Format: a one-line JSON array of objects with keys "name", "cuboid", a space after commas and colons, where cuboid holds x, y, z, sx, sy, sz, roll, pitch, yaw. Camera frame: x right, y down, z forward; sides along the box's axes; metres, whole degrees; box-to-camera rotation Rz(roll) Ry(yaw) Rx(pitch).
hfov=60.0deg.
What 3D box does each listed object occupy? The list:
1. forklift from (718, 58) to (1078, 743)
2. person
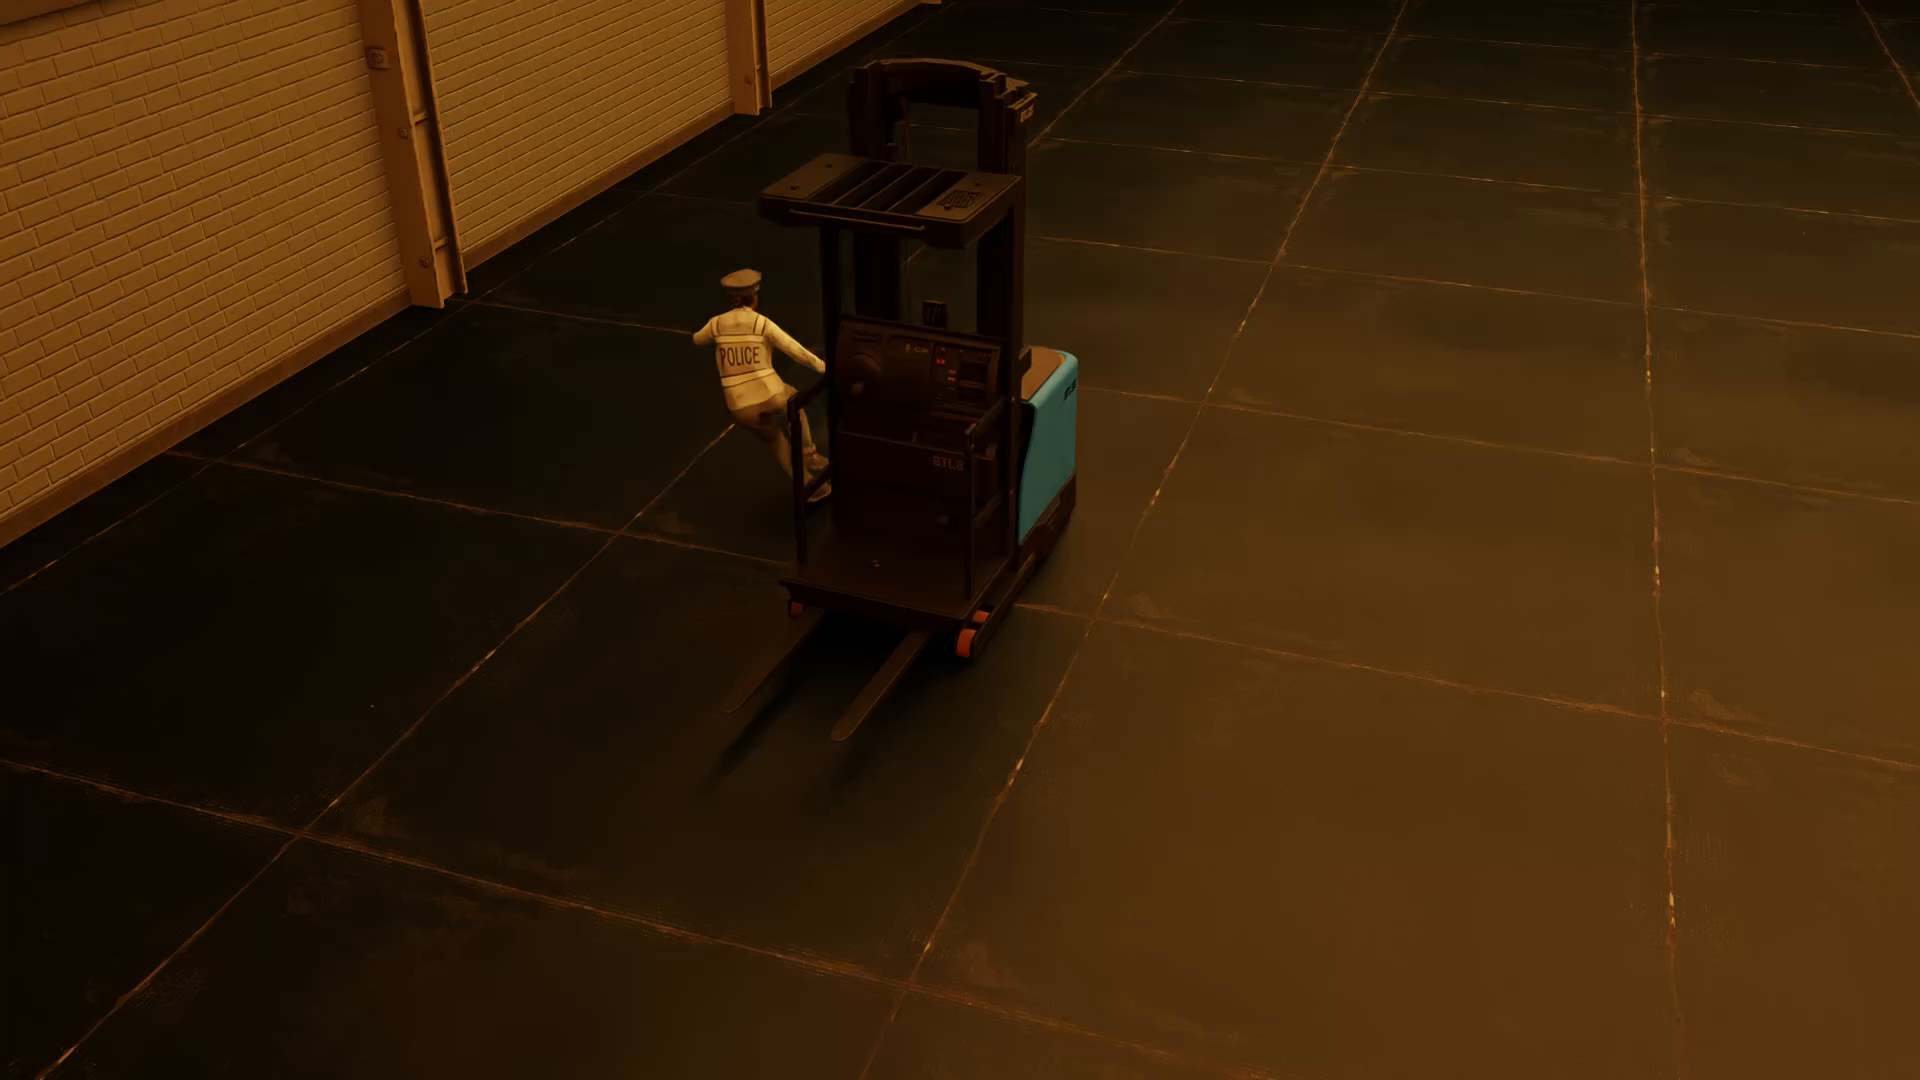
[{"name": "forklift", "cuboid": [-0.308, -0.869, 8.661, 1.130, 2.935, 3.031, 11, 32, 19]}, {"name": "person", "cuboid": [-1.193, -0.970, 10.323, 0.894, 1.424, 0.832, -2, 30, -4]}]
